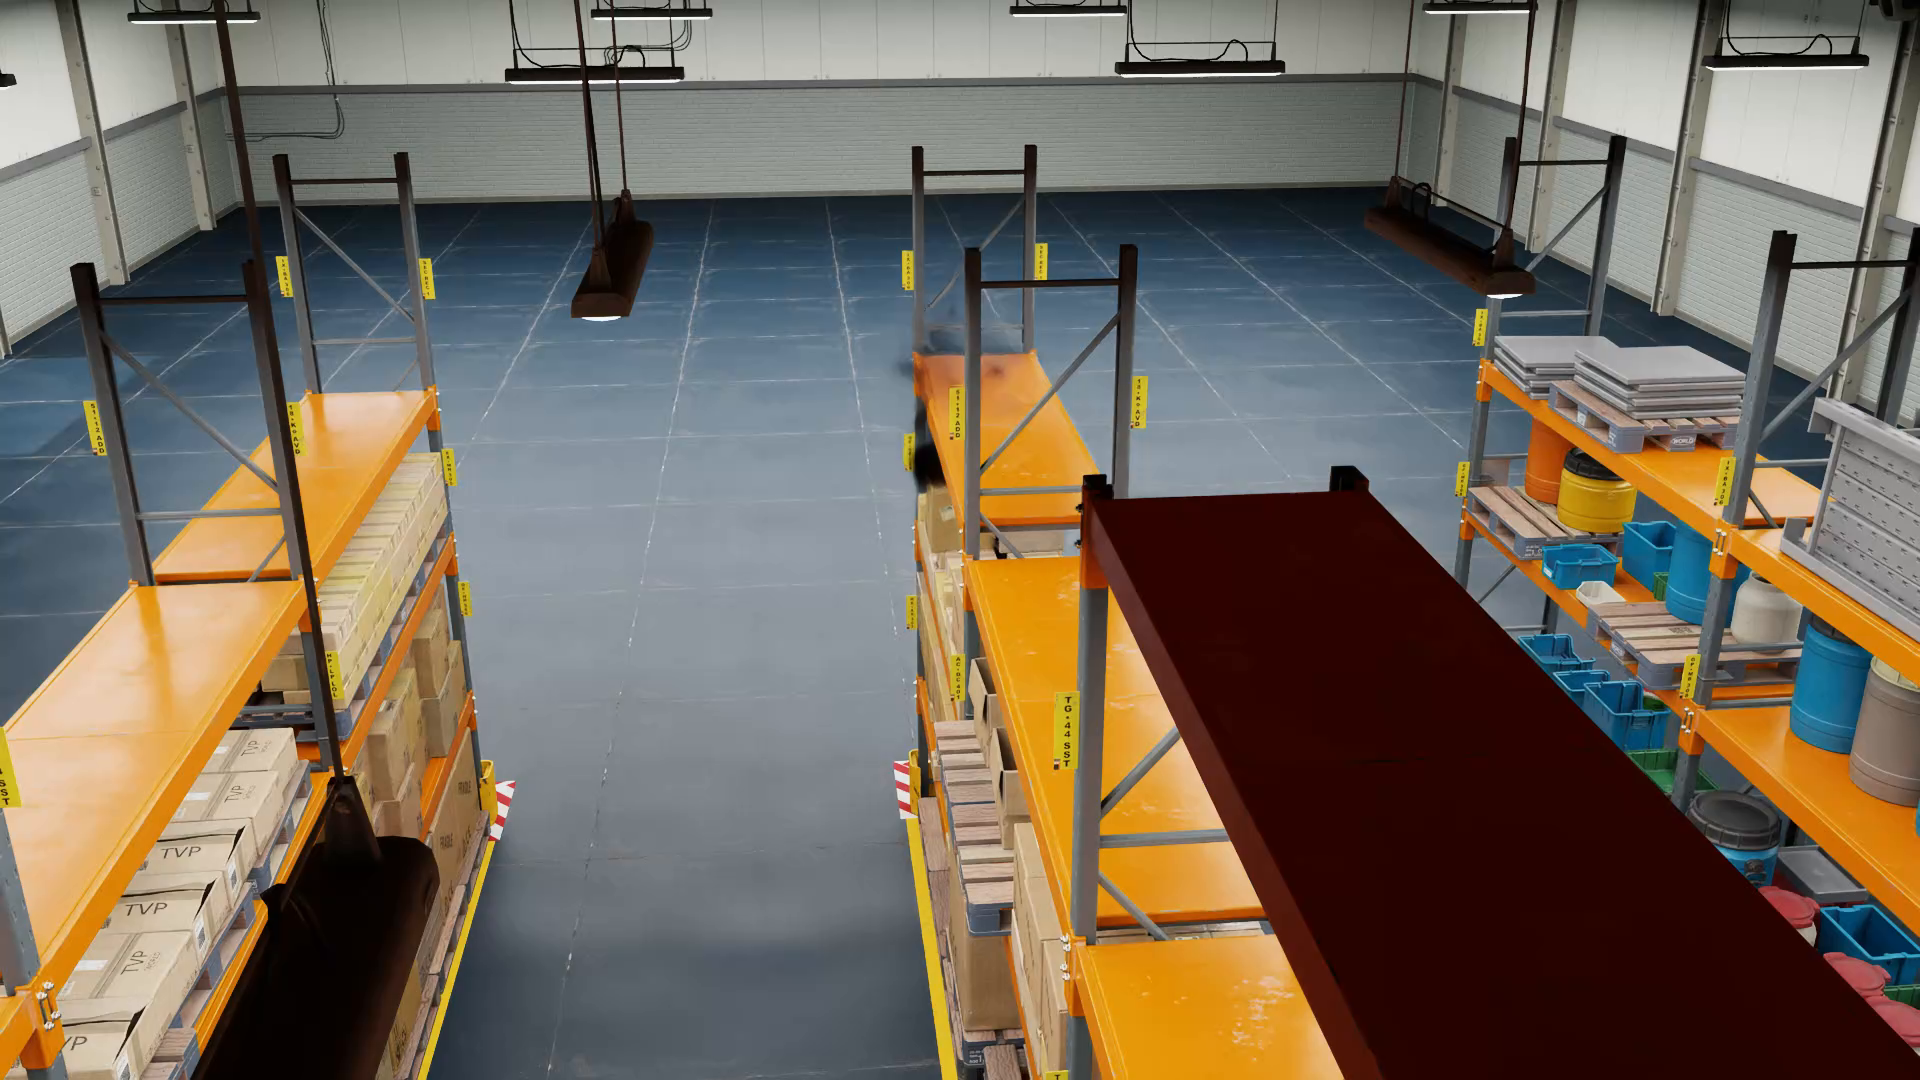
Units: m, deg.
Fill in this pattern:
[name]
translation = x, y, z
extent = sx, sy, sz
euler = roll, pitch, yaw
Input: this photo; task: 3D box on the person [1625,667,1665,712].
[person]
translation = 6.465, 1.416, 15.552
extent = 0.653, 1.787, 0.899
euler = -6, 22, -14
